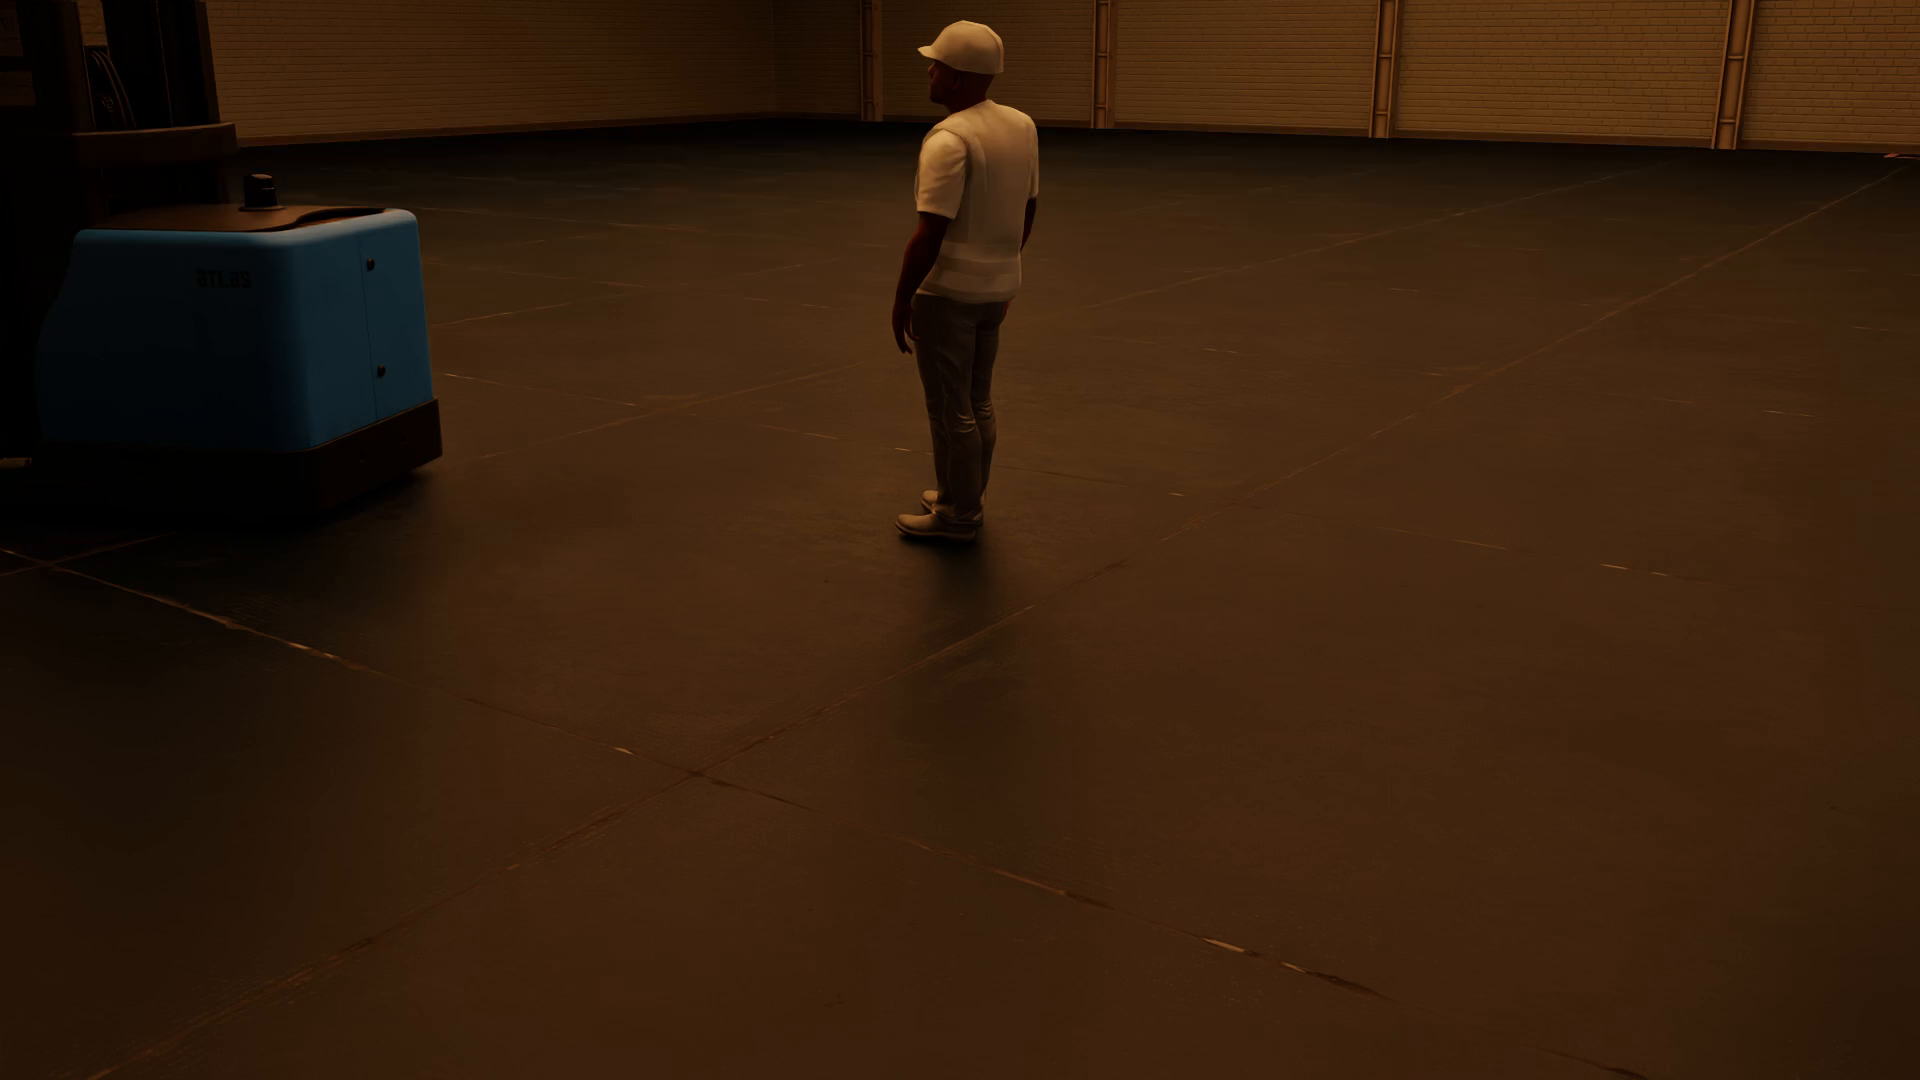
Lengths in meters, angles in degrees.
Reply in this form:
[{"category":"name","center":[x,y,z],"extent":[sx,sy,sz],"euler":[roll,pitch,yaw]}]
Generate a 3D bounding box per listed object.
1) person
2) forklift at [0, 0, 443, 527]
[{"category":"person","center":[-0.055,-0.865,5.736],"extent":[0.575,1.768,0.666],"euler":[11,20,33]},{"category":"forklift","center":[-3.706,-1.645,6.334],"extent":[3.031,2.935,1.130],"euler":[3,17,11]}]
